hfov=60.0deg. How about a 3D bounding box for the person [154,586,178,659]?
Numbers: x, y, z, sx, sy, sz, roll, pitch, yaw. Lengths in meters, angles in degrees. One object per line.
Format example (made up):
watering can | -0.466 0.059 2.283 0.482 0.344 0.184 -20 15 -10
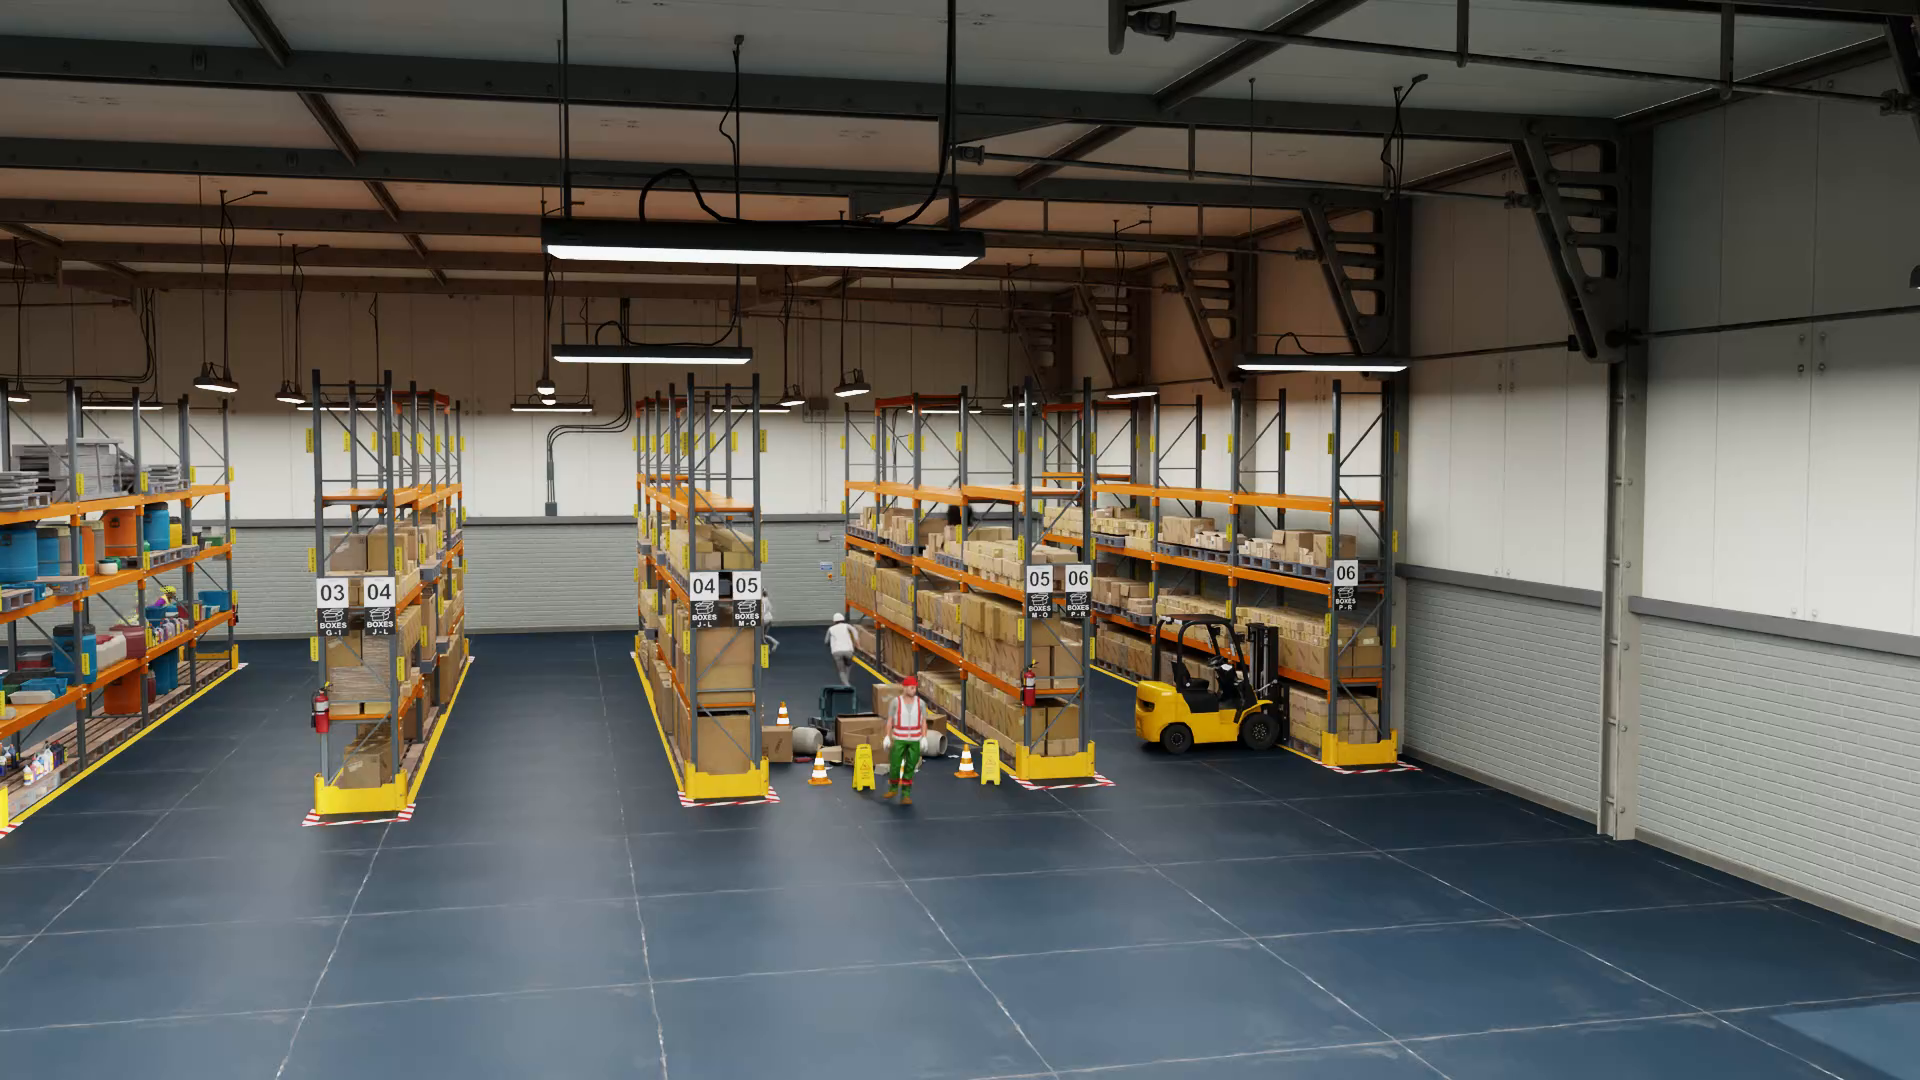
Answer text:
person | -18.771 1.939 38.767 1.042 1.716 0.736 -1 3 -15

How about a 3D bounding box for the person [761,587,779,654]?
person | -4.548 1.923 39.386 0.556 1.639 0.611 1 3 18

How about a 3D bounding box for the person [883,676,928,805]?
person | -0.764 2.769 23.060 0.610 1.781 0.441 -1 3 -16

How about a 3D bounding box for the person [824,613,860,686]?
person | -2.363 2.277 33.261 0.664 1.569 1.110 0 3 -8
